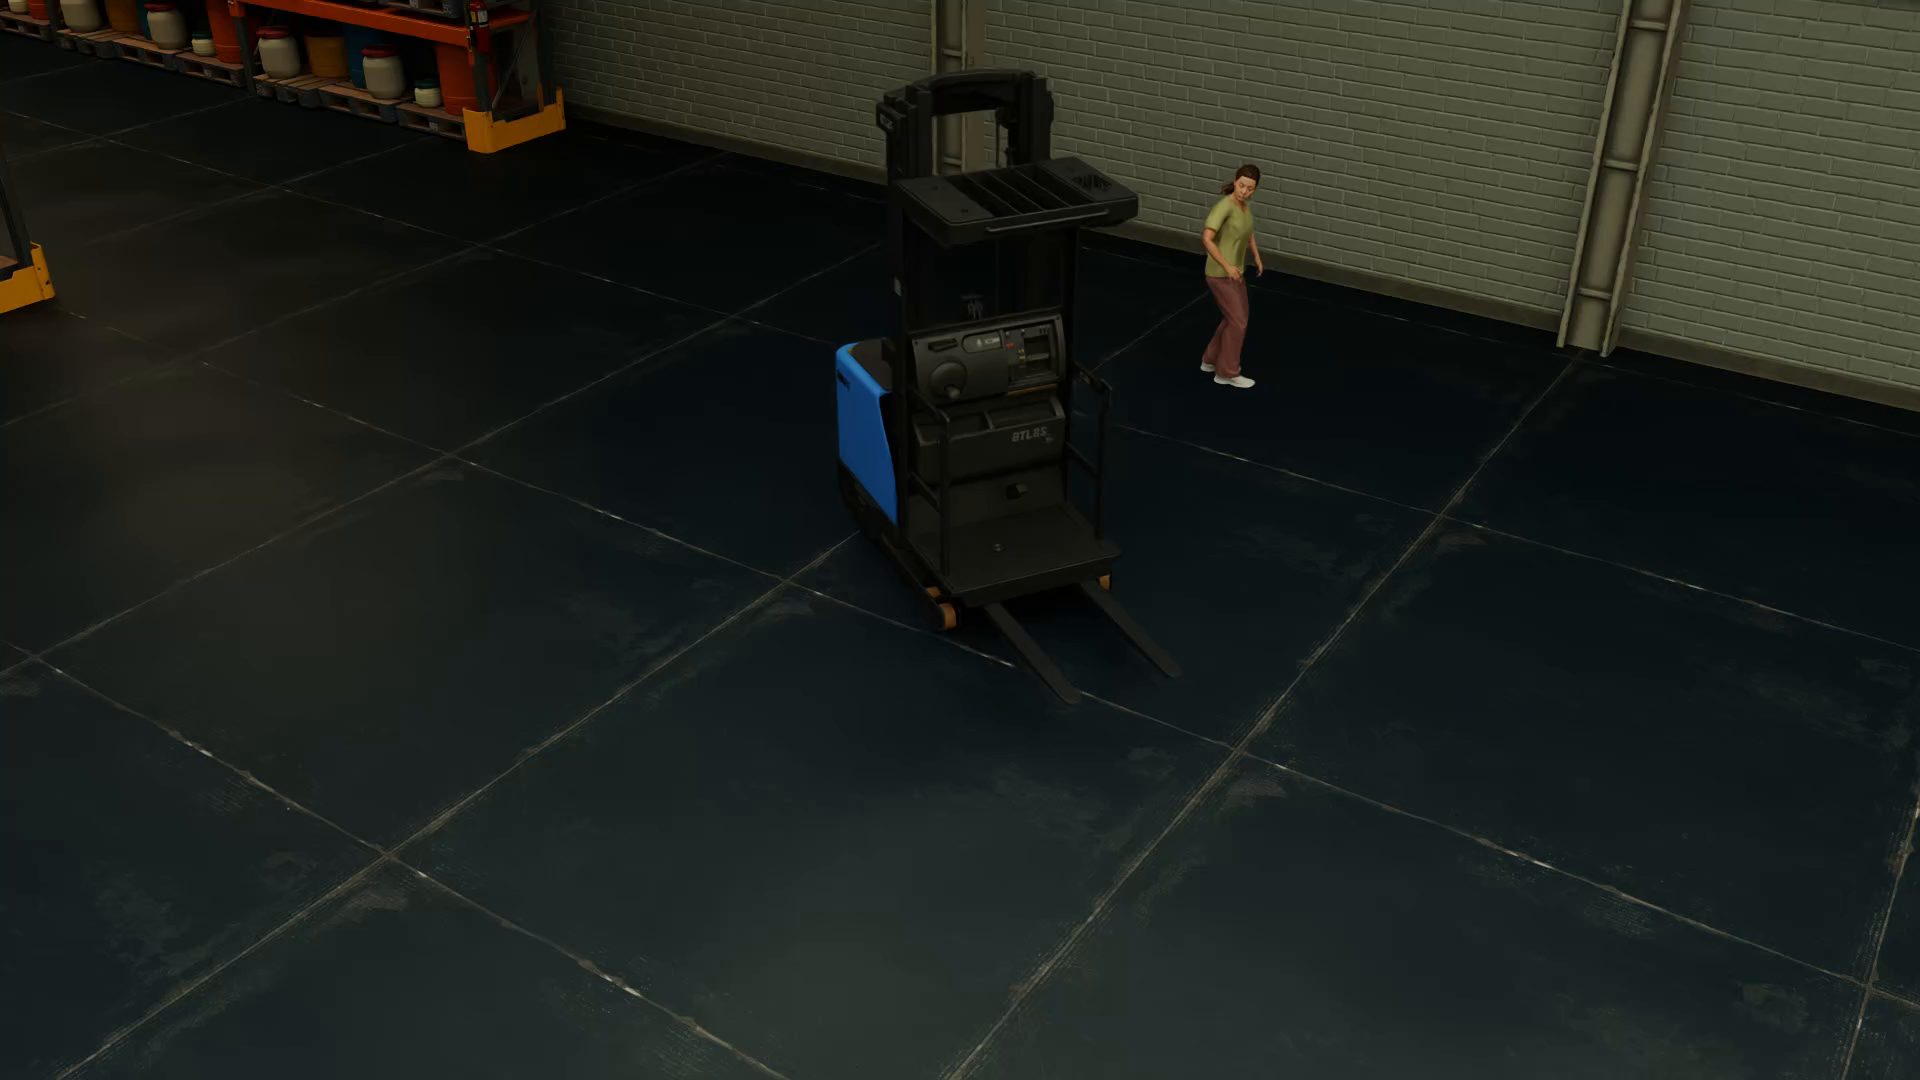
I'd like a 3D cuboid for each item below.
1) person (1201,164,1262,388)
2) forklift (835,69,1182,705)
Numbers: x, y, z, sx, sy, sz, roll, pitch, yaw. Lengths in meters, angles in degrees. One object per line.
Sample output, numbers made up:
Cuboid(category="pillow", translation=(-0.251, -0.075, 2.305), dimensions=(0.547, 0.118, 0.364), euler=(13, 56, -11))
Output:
Cuboid(category="person", translation=(2.052, -1.955, 12.248), dimensions=(0.474, 1.637, 0.654), euler=(14, 33, 23))
Cuboid(category="forklift", translation=(0.258, -0.988, 9.283), dimensions=(1.130, 2.935, 3.031), euler=(-13, 32, -21))
